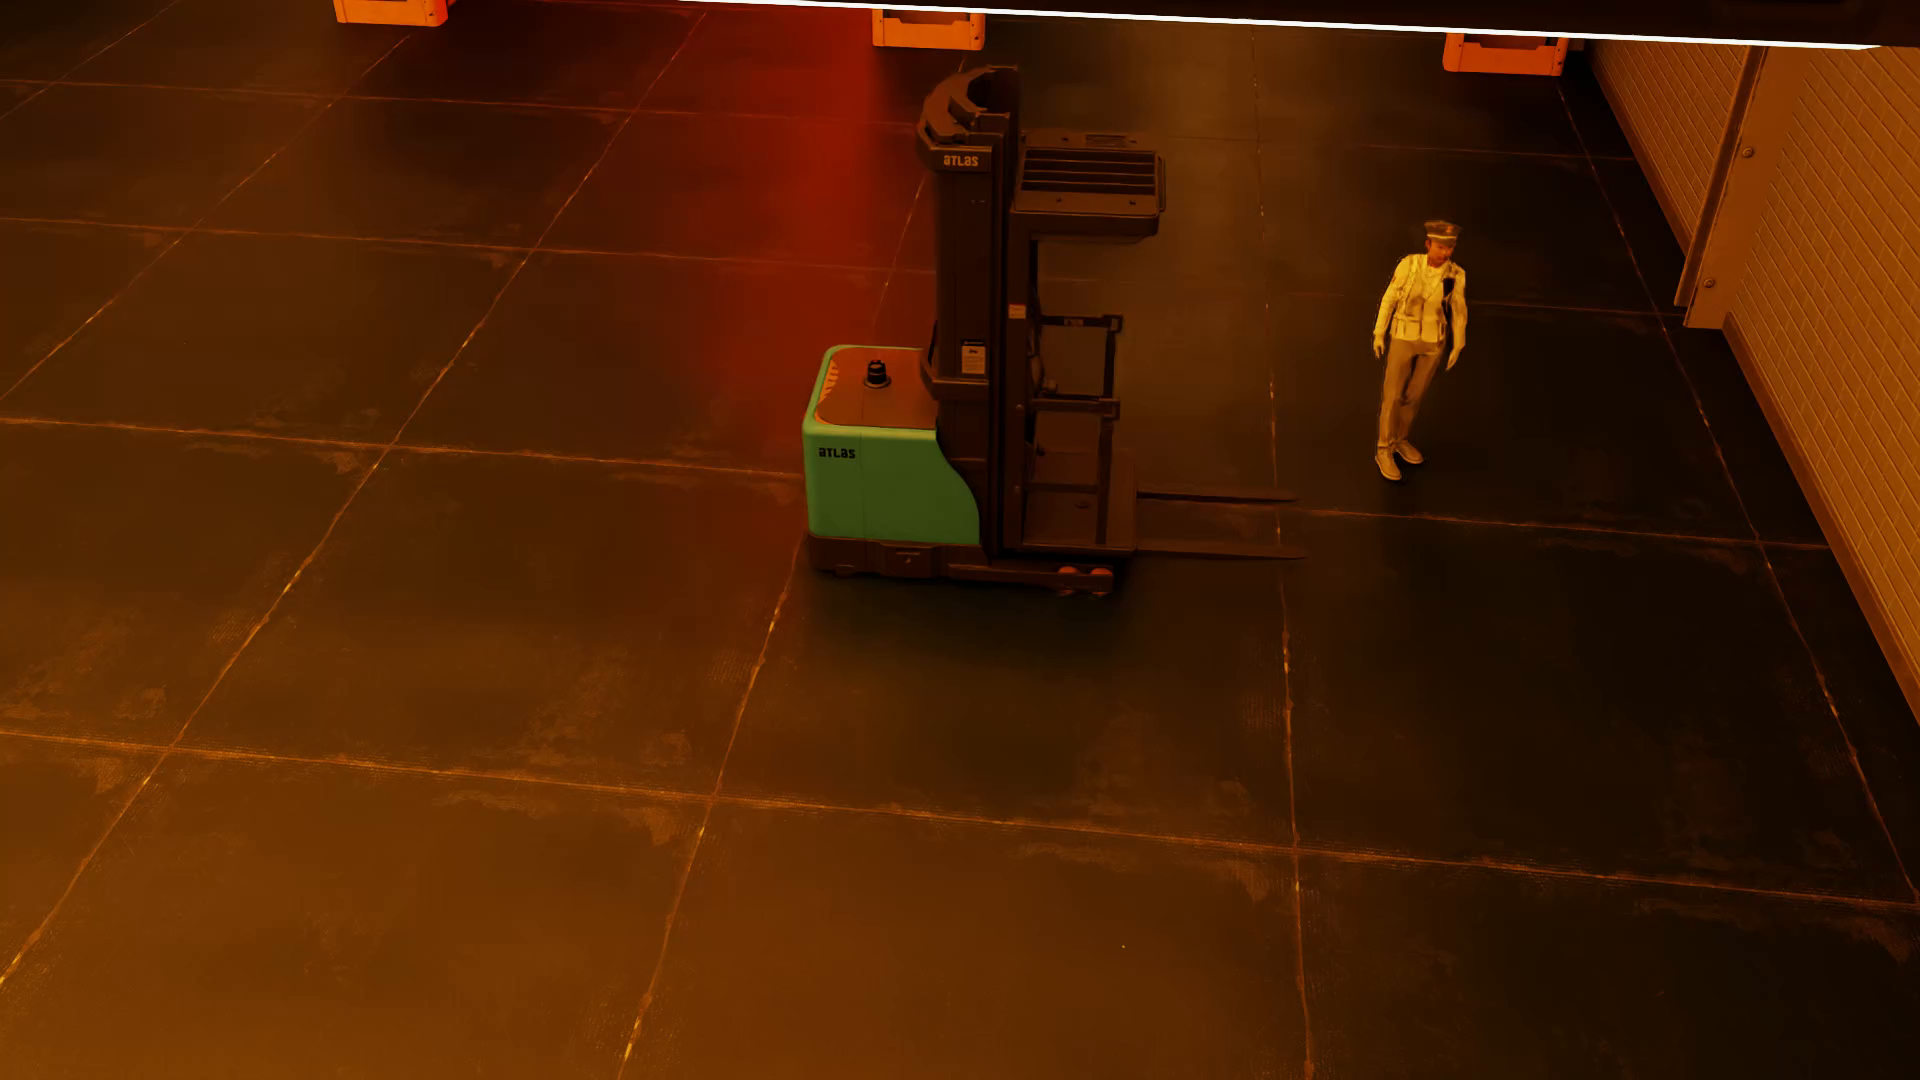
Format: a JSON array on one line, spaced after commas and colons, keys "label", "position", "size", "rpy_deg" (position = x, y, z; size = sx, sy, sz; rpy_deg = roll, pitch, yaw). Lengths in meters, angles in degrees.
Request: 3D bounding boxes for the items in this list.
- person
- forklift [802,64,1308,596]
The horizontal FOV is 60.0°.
[{"label": "person", "position": [2.959, -1.229, 10.732], "size": [0.577, 1.694, 0.611], "rpy_deg": [7, 37, 10]}, {"label": "forklift", "position": [0.614, -1.176, 9.625], "size": [3.031, 2.935, 1.130], "rpy_deg": [3, 37, 4]}]
